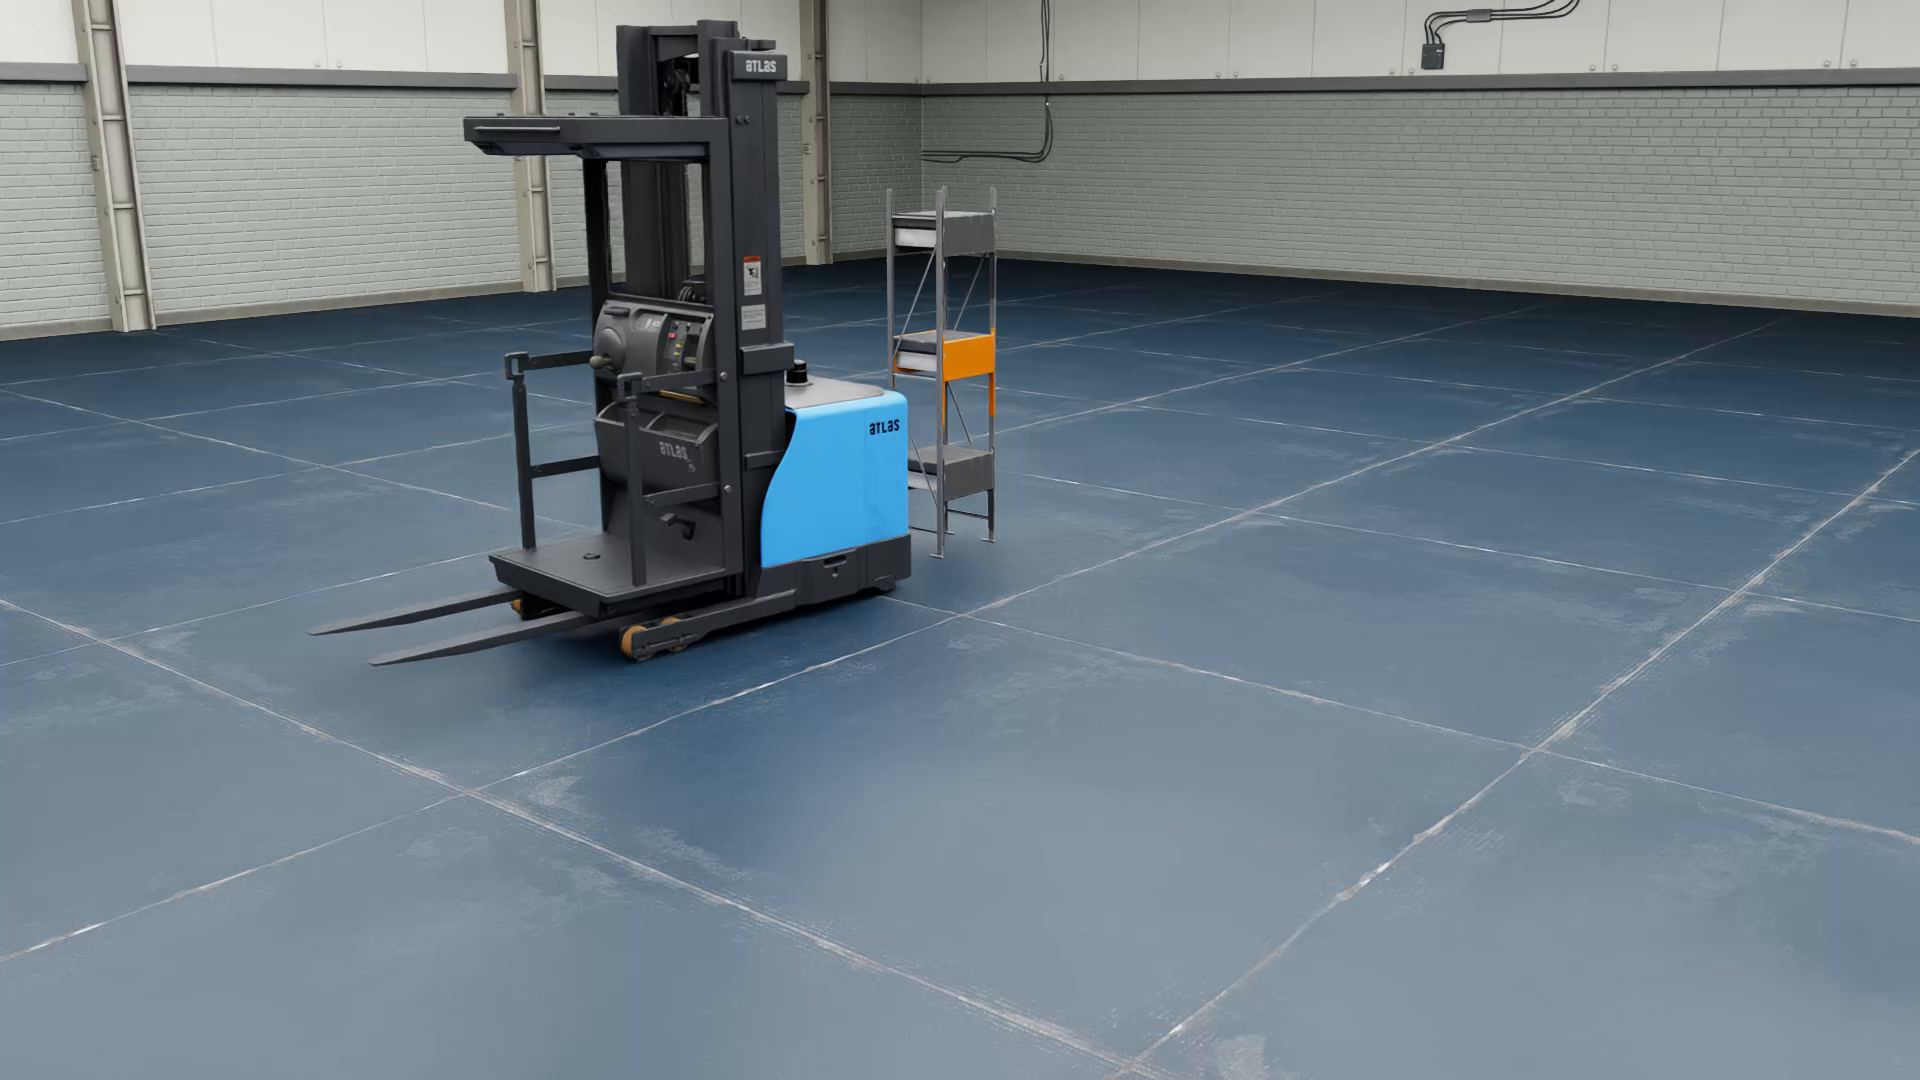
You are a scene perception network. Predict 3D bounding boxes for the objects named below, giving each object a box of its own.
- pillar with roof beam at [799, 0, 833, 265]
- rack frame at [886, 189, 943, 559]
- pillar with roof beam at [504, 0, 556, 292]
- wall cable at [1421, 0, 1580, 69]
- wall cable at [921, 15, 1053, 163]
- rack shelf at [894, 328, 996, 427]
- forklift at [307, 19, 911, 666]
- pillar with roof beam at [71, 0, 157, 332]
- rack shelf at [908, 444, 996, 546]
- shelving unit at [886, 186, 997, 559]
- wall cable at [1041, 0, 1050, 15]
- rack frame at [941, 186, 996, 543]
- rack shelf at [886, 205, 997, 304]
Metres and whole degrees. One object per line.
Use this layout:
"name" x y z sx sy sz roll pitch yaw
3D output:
"pillar with roof beam" 0.871 -8.549 25.499 9.100 9.000 0.400 11 18 38
"rack frame" -0.257 -0.939 9.556 0.400 2.100 0.015 11 18 38
"pillar with roof beam" -2.900 -7.400 20.976 9.100 9.000 0.400 11 18 38
"wall cable" 7.777 -9.751 23.323 2.305 6.003 0.169 11 18 38
"wall cable" 0.403 -8.070 29.919 3.097 2.526 0.112 11 18 38
"rack shelf" -0.104 -0.973 9.743 0.431 0.518 0.480 11 18 38
"forklift" -1.667 -0.991 8.069 3.031 2.935 1.130 -14 20 -43
"pillar with roof beam" -6.671 -6.251 16.453 9.100 9.000 0.400 11 18 38
"rack shelf" -0.104 -0.294 9.915 0.431 0.518 0.480 11 18 38
"shelving unit" -0.104 -0.986 9.740 0.431 2.100 0.503 11 18 38
"wall cable" 2.507 -10.099 27.649 3.097 2.526 0.112 11 18 38
"rack frame" 0.049 -1.033 9.924 0.400 2.100 0.015 11 18 38
"rack shelf" -0.104 -1.651 9.571 0.431 0.518 0.480 11 18 38
